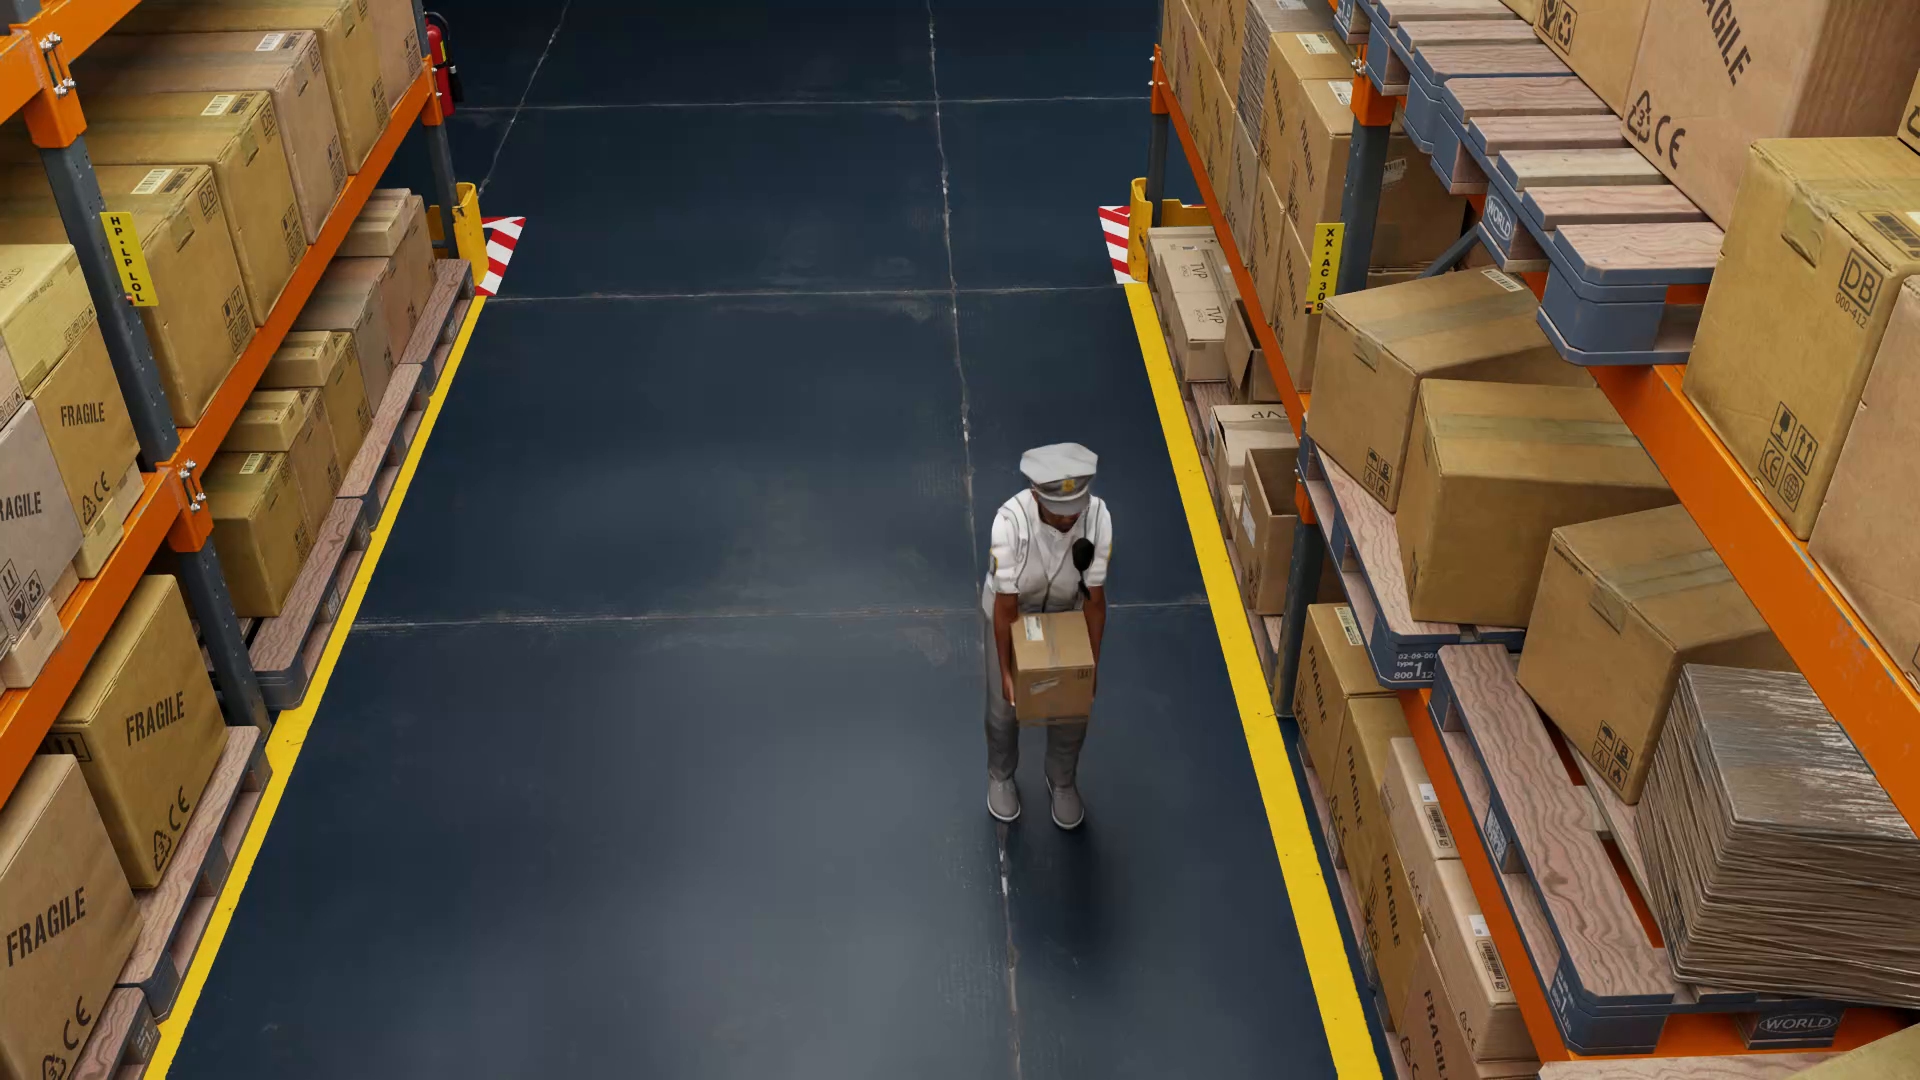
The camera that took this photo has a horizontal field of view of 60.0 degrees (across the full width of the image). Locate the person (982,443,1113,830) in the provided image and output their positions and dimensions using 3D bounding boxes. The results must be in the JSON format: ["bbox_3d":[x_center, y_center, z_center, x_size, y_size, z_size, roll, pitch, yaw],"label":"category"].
[{"bbox_3d":[0.293,0.336,5.718,0.413,1.622,0.563,-3,36,-5],"label":"person"}]
